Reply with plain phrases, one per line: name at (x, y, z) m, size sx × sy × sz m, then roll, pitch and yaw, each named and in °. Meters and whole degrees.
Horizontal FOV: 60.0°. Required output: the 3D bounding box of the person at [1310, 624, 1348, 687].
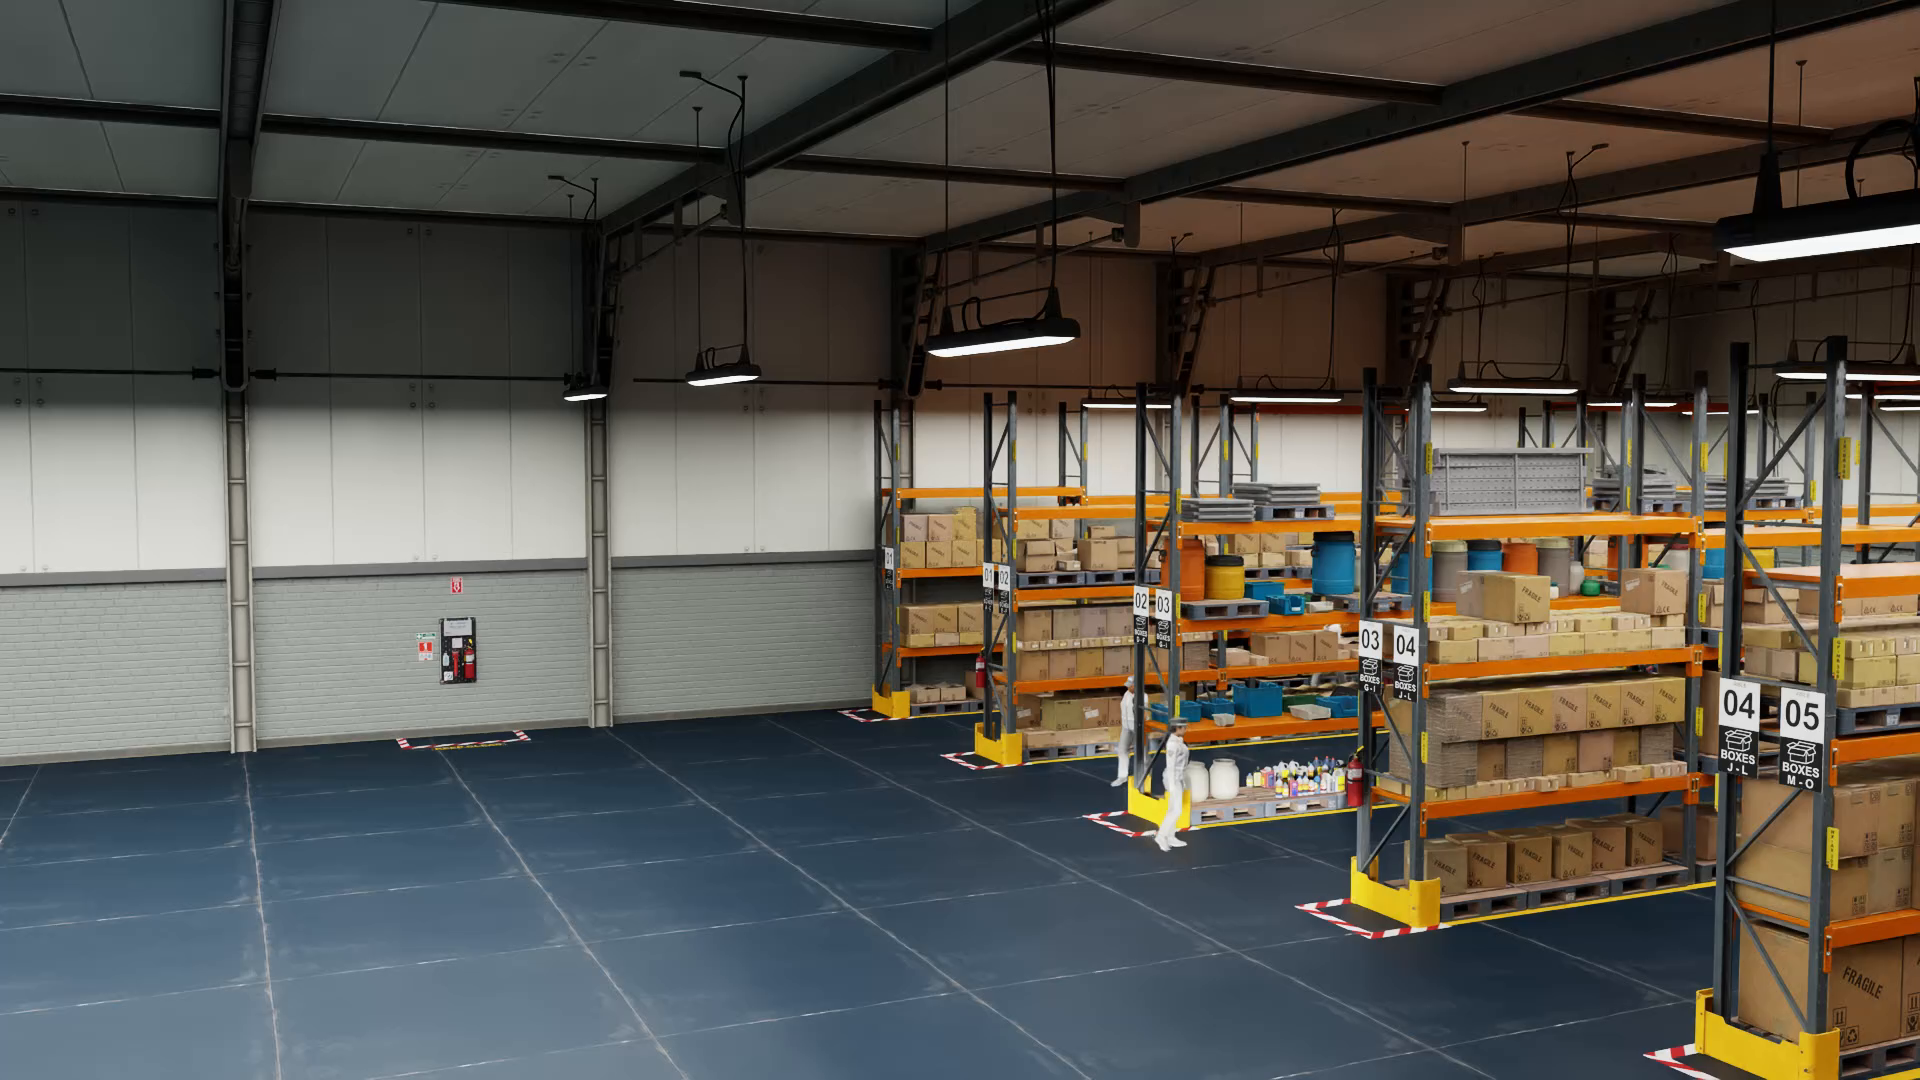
person at (7.452, 2.311, 33.736) m, size 1.114 × 1.717 × 0.609 m, roll -2°, pitch 4°, yaw -33°

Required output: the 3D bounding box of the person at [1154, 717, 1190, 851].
person at (2.718, 3.110, 21.273) m, size 0.410 × 1.706 × 0.541 m, roll 1°, pitch 3°, yaw 16°

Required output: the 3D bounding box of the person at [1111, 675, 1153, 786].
person at (2.640, 2.875, 25.192) m, size 0.678 × 1.674 × 0.529 m, roll -3°, pitch 4°, yaw -40°
